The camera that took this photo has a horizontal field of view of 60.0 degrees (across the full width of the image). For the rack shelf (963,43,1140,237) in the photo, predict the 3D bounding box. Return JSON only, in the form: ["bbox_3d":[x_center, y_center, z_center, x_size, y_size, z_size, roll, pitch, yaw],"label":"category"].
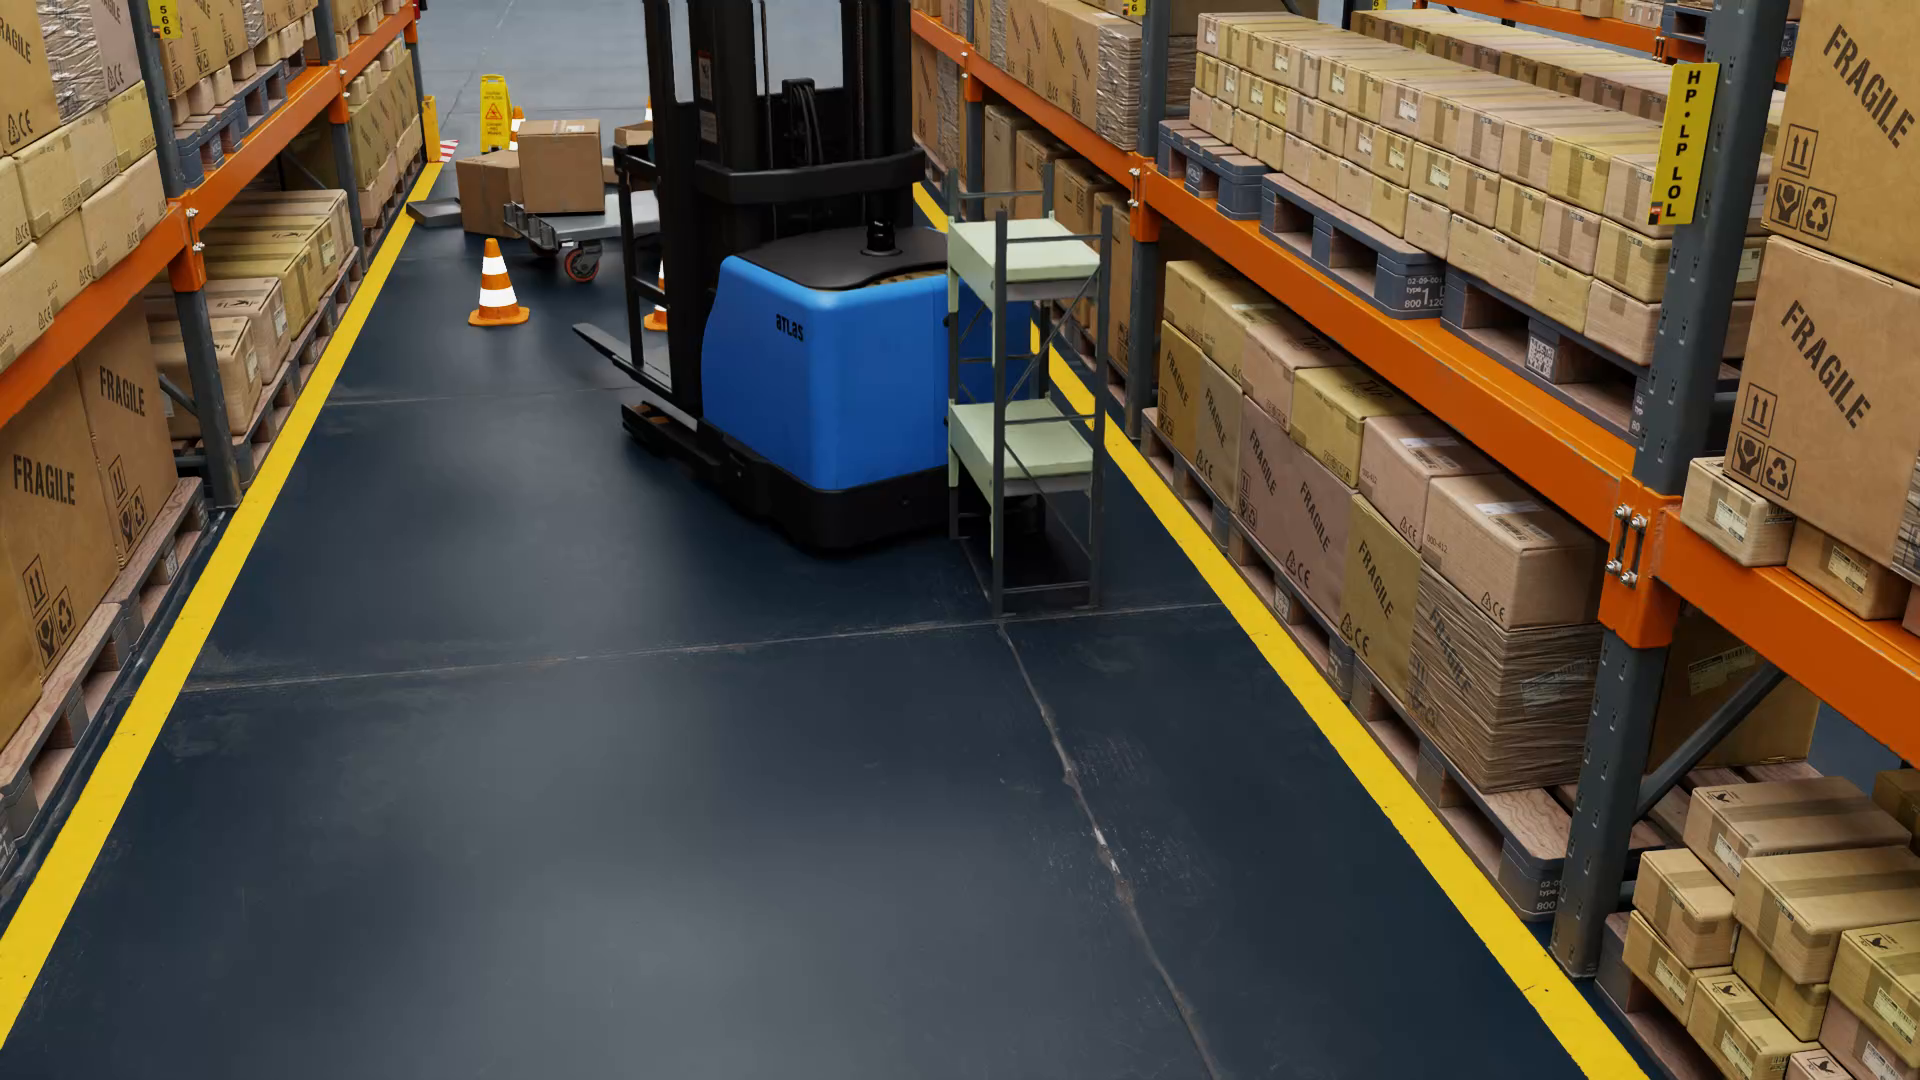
[{"bbox_3d":[0.915,-2.351,9.283,1.077,0.370,4.000,-4,24,-10],"label":"rack shelf"}]

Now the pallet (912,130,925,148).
[{"bbox_3d":[0.031,-3.454,14.394,1.003,0.211,1.213,-4,24,-10],"label":"pallet"}]

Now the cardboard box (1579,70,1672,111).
[{"bbox_3d":[2.164,-1.368,5.180,0.380,0.149,0.250,-3,24,-8],"label":"cardboard box"}]

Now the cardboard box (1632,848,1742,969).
[{"bbox_3d":[1.777,0.824,3.782,0.380,0.149,0.250,-3,24,-7],"label":"cardboard box"}]

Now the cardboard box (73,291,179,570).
[{"bbox_3d":[-3.515,-0.429,6.113,0.875,0.875,0.875,-5,24,-10],"label":"cardboard box"}]

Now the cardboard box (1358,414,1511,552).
[{"bbox_3d":[1.557,-0.188,5.095,0.500,0.250,0.500,-3,24,-7],"label":"cardboard box"}]

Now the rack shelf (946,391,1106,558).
[{"bbox_3d":[0.234,-0.263,6.292,0.431,0.370,0.720,-5,24,-12],"label":"rack shelf"}]

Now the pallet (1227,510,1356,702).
[{"bbox_3d":[1.651,0.171,6.096,1.003,0.211,1.213,-4,24,-10],"label":"pallet"}]

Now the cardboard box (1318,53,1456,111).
[{"bbox_3d":[1.425,-1.531,5.553,0.380,0.149,0.250,-4,24,-8],"label":"cardboard box"}]

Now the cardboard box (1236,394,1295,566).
[{"bbox_3d":[1.361,-0.244,6.160,0.500,0.500,0.500,-5,24,-11],"label":"cardboard box"}]

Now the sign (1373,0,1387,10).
[{"bbox_3d":[1.817,-2.432,7.223,0.100,0.325,0.005,-4,24,-10],"label":"sign"}]

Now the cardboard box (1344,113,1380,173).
[{"bbox_3d":[1.471,-1.290,5.374,0.380,0.149,0.250,-3,24,-8],"label":"cardboard box"}]

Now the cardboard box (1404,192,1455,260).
[{"bbox_3d":[1.561,-0.947,4.960,0.380,0.149,0.250,-5,24,-12],"label":"cardboard box"}]

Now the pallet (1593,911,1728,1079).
[{"bbox_3d":[2.184,1.219,3.695,1.003,0.211,1.213,-4,24,-10],"label":"pallet"}]

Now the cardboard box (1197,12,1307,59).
[{"bbox_3d":[1.181,-2.046,6.732,0.380,0.149,0.250,-4,24,-10],"label":"cardboard box"}]

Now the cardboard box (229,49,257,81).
[{"bbox_3d":[-3.689,-2.346,8.162,0.380,0.149,0.250,-4,24,-8],"label":"cardboard box"}]

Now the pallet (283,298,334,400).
[{"bbox_3d":[-3.926,-0.996,8.767,1.003,0.211,1.213,-4,24,-10],"label":"pallet"}]

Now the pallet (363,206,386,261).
[{"bbox_3d":[-4.459,-2.045,11.168,1.003,0.211,1.213,-4,24,-10],"label":"pallet"}]

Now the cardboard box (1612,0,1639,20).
[{"bbox_3d":[5.086,-3.944,12.346,0.380,0.149,0.250,-4,24,-10],"label":"cardboard box"}]

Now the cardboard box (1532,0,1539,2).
[{"bbox_3d":[4.876,-4.437,13.476,0.380,0.149,0.250,-4,24,-10],"label":"cardboard box"}]

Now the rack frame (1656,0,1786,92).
[{"bbox_3d":[5.439,-3.794,11.690,1.000,3.000,0.127,-4,24,-10],"label":"rack frame"}]

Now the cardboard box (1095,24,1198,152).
[{"bbox_3d":[0.938,-2.097,7.678,0.500,0.500,0.500,-4,24,-10],"label":"cardboard box"}]

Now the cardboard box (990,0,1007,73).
[{"bbox_3d":[0.472,-3.088,9.947,0.500,0.500,0.500,-4,24,-9],"label":"cardboard box"}]

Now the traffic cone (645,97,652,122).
[{"bbox_3d":[-2.665,-3.614,14.447,0.336,0.463,0.334,-4,24,-10],"label":"traffic cone"}]

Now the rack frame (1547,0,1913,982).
[{"bbox_3d":[2.025,-0.320,3.736,1.000,3.000,0.127,-4,24,-10],"label":"rack frame"}]

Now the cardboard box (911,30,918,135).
[{"bbox_3d":[-0.004,-3.997,14.285,0.875,0.875,0.875,-4,24,-9],"label":"cardboard box"}]

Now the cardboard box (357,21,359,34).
[{"bbox_3d":[-4.312,-3.494,11.315,0.380,0.149,0.250,-4,24,-10],"label":"cardboard box"}]

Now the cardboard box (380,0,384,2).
[{"bbox_3d":[-4.492,-4.229,12.189,0.500,0.500,0.500,-4,24,-10],"label":"cardboard box"}]

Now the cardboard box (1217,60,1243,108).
[{"bbox_3d":[1.230,-1.796,6.532,0.380,0.149,0.250,-3,24,-7],"label":"cardboard box"}]

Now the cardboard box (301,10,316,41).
[{"bbox_3d":[-3.934,-2.956,9.560,0.380,0.149,0.250,-4,24,-9],"label":"cardboard box"}]

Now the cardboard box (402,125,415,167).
[{"bbox_3d":[-4.538,-3.064,12.929,0.500,0.250,0.500,-4,24,-10],"label":"cardboard box"}]

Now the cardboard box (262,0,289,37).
[{"bbox_3d":[-3.807,-2.872,8.558,0.500,0.500,0.500,-3,24,-8],"label":"cardboard box"}]

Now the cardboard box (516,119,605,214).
[{"bbox_3d":[-2.557,-2.406,10.688,0.500,0.500,0.500,-4,24,-10],"label":"cardboard box"}]

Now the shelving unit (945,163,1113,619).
[{"bbox_3d":[0.234,-0.561,6.161,0.431,1.500,0.755,-5,24,-12],"label":"shelving unit"}]

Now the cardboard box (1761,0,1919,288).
[{"bbox_3d":[1.869,-0.765,3.008,0.500,0.500,0.500,-4,24,-8],"label":"cardboard box"}]

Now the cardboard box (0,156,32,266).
[{"bbox_3d":[-2.912,-0.871,4.559,0.500,0.250,0.500,-5,24,-11],"label":"cardboard box"}]

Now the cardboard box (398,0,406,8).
[{"bbox_3d":[-4.605,-4.296,13.154,0.380,0.149,0.250,-5,24,-10],"label":"cardboard box"}]

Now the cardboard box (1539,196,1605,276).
[{"bbox_3d":[1.707,-0.779,4.204,0.380,0.149,0.250,-4,24,-9],"label":"cardboard box"}]

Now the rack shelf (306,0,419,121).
[{"bbox_3d":[-4.670,-3.518,11.956,1.077,0.370,4.000,-4,24,-10],"label":"rack shelf"}]

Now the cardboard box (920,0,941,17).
[{"bbox_3d":[0.161,-4.317,12.699,0.875,0.550,0.500,-4,24,-10],"label":"cardboard box"}]

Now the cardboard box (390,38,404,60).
[{"bbox_3d":[-4.502,-3.772,12.803,0.380,0.149,0.250,-4,24,-8],"label":"cardboard box"}]

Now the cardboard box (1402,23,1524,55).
[{"bbox_3d":[1.919,-1.883,6.359,0.380,0.149,0.250,-4,24,-8],"label":"cardboard box"}]

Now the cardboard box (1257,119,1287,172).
[{"bbox_3d":[1.321,-1.462,6.140,0.380,0.149,0.250,-3,24,-7],"label":"cardboard box"}]

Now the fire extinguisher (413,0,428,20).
[{"bbox_3d":[-4.608,-4.678,13.810,0.296,0.674,0.183,-4,24,-10],"label":"fire extinguisher"}]

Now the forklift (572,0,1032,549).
[{"bbox_3d":[-0.933,-1.846,7.315,1.130,2.935,3.031,-15,28,-31],"label":"forklift"}]

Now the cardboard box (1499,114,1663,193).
[{"bbox_3d":[1.662,-1.021,4.386,0.380,0.149,0.250,-5,24,-11],"label":"cardboard box"}]

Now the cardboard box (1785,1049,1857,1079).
[{"bbox_3d":[1.923,1.159,3.385,0.380,0.149,0.250,-4,24,-10],"label":"cardboard box"}]

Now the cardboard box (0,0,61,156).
[{"bbox_3d":[-3.020,-1.411,4.858,0.500,0.500,0.500,-4,24,-10],"label":"cardboard box"}]

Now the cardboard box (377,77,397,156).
[{"bbox_3d":[-4.349,-3.003,11.851,0.500,0.500,0.500,-3,24,-7],"label":"cardboard box"}]

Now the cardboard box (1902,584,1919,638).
[{"bbox_3d":[1.977,0.128,3.024,0.380,0.149,0.250,-5,24,-12],"label":"cardboard box"}]

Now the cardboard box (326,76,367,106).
[{"bbox_3d":[-4.108,-2.940,10.897,0.380,0.149,0.250,-4,24,-9],"label":"cardboard box"}]

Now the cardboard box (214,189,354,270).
[{"bbox_3d":[-4.201,-1.843,9.981,0.950,0.372,0.625,-4,24,-9],"label":"cardboard box"}]
